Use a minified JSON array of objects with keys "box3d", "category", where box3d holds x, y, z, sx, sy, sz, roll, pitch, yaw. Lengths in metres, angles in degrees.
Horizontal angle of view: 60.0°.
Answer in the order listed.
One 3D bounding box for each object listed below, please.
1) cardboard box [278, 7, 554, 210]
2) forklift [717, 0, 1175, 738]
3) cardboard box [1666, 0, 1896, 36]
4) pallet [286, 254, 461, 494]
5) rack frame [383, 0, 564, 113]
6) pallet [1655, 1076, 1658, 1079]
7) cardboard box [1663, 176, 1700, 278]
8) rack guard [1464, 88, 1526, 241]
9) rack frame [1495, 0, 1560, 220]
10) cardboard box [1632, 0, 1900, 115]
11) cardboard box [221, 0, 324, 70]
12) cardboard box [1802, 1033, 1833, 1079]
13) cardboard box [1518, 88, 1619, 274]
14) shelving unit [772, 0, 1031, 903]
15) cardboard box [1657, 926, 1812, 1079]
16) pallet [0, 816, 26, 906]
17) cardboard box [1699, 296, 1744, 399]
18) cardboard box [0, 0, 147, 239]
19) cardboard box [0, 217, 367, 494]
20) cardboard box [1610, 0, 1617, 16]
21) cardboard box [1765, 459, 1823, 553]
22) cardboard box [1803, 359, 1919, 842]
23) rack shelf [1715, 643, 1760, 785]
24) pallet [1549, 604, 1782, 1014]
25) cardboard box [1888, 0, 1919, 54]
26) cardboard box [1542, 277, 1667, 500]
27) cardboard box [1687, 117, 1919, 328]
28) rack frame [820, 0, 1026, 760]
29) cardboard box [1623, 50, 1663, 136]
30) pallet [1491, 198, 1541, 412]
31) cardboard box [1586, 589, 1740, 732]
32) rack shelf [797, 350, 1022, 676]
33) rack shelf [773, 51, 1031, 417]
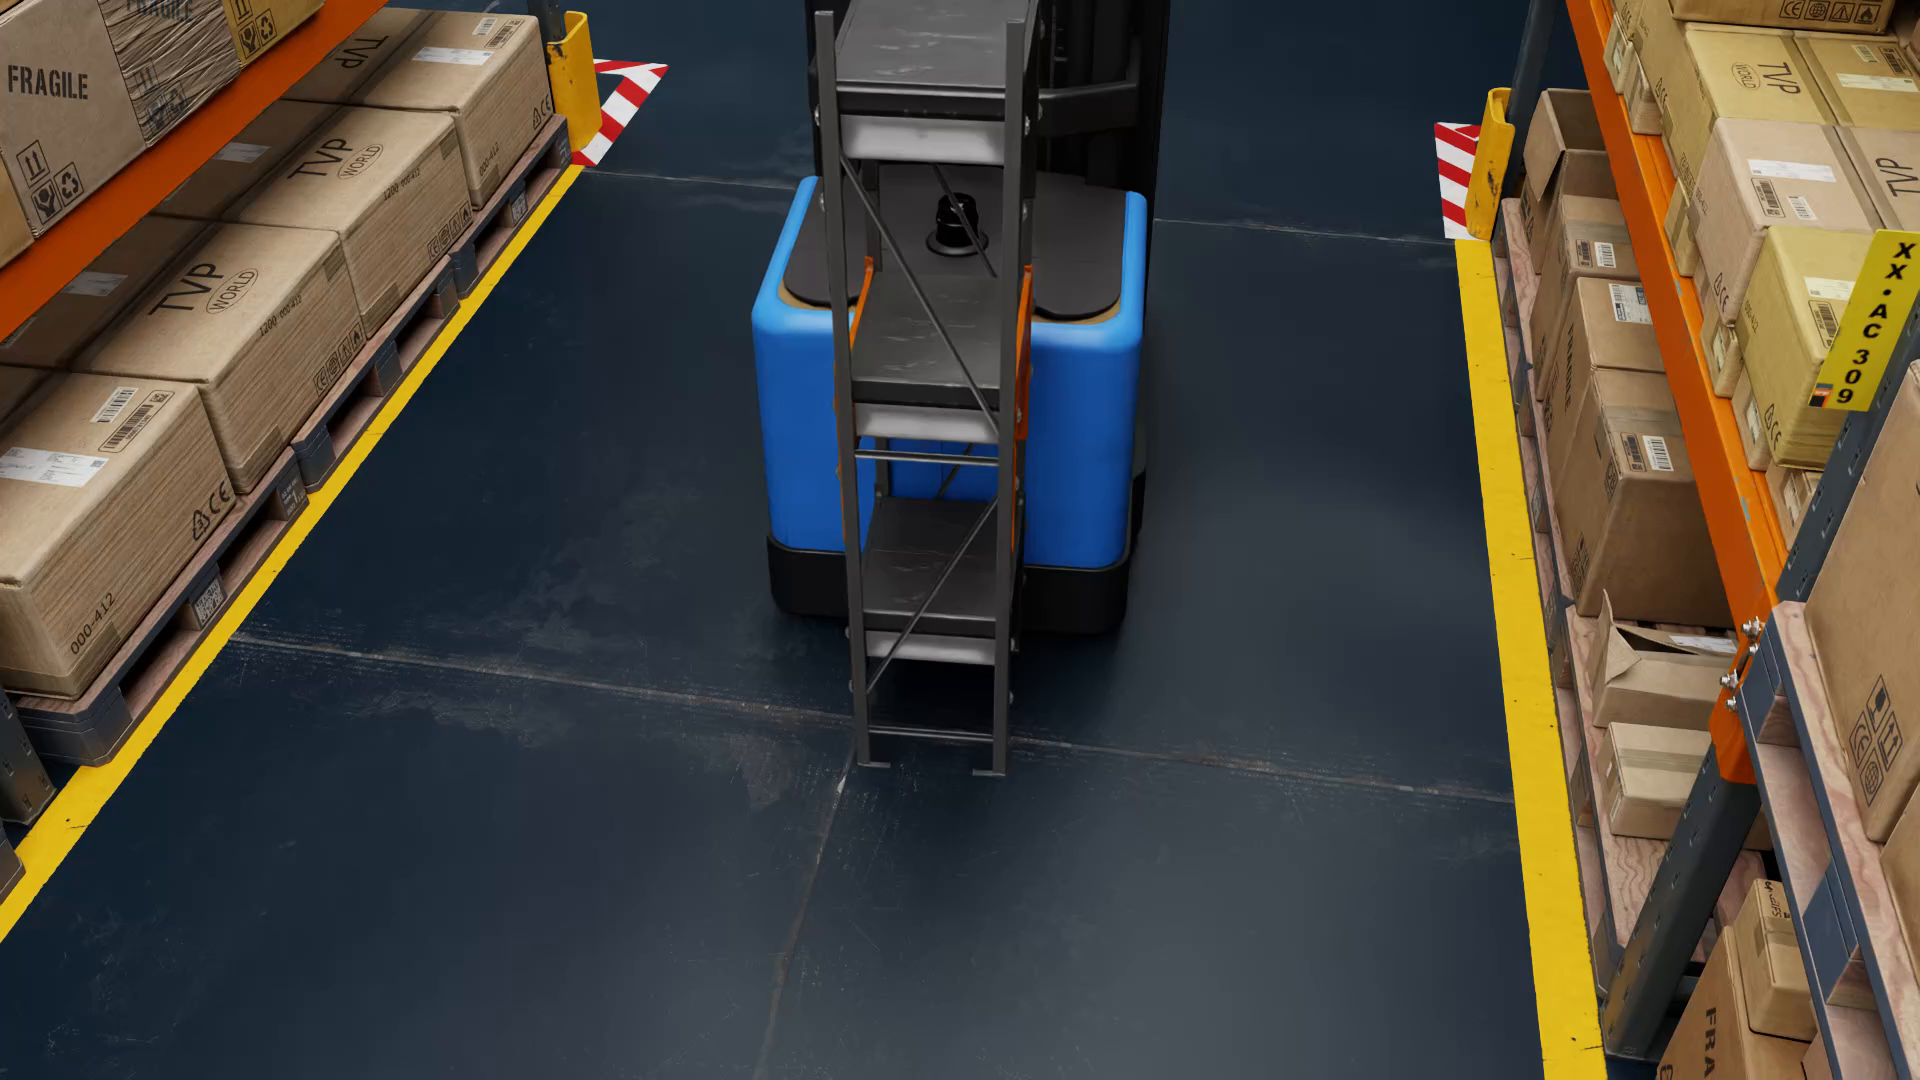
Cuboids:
[{"box3d":[-2.231,-1.758,6.703,0.875,0.438,0.875,5,40,6],"category":"cardboard box"},{"box3d":[0.064,-1.525,4.795,1.130,2.935,3.031,4,40,5],"category":"forklift"},{"box3d":[2.071,-1.613,4.143,0.500,0.500,0.500,7,40,9],"category":"cardboard box"},{"box3d":[-2.490,-0.660,5.883,1.003,0.211,1.213,6,40,8],"category":"pallet"},{"box3d":[-2.215,-3.009,6.535,1.000,3.000,0.127,6,40,8],"category":"rack frame"},{"box3d":[1.878,1.636,3.106,1.003,0.211,1.213,6,40,8],"category":"pallet"},{"box3d":[1.922,-0.741,3.989,0.380,0.149,0.250,6,40,7],"category":"cardboard box"},{"box3d":[2.661,-1.453,6.615,1.175,0.500,0.348,6,40,8],"category":"rack guard"},{"box3d":[2.674,-2.464,5.876,1.000,3.000,0.127,6,40,8],"category":"rack frame"},{"box3d":[2.091,-1.307,4.361,0.500,0.250,0.500,5,40,7],"category":"cardboard box"},{"box3d":[-2.296,-1.753,4.937,0.500,0.500,0.500,8,40,9],"category":"cardboard box"},{"box3d":[1.686,0.976,2.838,0.380,0.149,0.250,5,40,6],"category":"cardboard box"},{"box3d":[2.475,-1.290,6.086,0.797,0.503,0.637,5,40,6],"category":"cardboard box"},{"box3d":[-0.097,-0.074,3.692,0.431,2.100,0.503,4,40,5],"category":"shelving unit"},{"box3d":[1.677,1.127,3.165,0.500,0.500,0.500,8,40,10],"category":"cardboard box"},{"box3d":[-2.967,1.069,3.791,1.003,0.211,1.213,6,40,8],"category":"pallet"},{"box3d":[1.833,-0.416,3.596,0.380,0.149,0.250,7,40,9],"category":"cardboard box"},{"box3d":[-2.477,-1.118,4.169,0.500,0.500,0.500,7,40,8],"category":"cardboard box"},{"box3d":[-2.539,-0.617,5.323,0.875,0.438,0.875,5,40,6],"category":"cardboard box"},{"box3d":[2.233,-1.705,5.156,0.380,0.149,0.250,8,40,9],"category":"cardboard box"},{"box3d":[1.788,-0.084,3.195,0.380,0.149,0.250,7,40,8],"category":"cardboard box"},{"box3d":[1.678,0.125,2.336,0.700,0.500,0.500,7,40,9],"category":"cardboard box"},{"box3d":[1.636,1.579,1.551,1.077,0.370,4.000,6,40,8],"category":"rack shelf"},{"box3d":[2.102,0.691,4.249,1.003,0.211,1.213,6,40,8],"category":"pallet"},{"box3d":[2.584,-1.241,4.281,0.500,0.250,0.500,6,40,8],"category":"cardboard box"},{"box3d":[2.099,-0.436,5.055,0.500,0.500,0.500,7,40,8],"category":"cardboard box"},{"box3d":[1.902,-0.673,3.594,0.500,0.250,0.500,7,40,8],"category":"cardboard box"},{"box3d":[-0.072,-0.229,3.879,0.400,2.100,0.015,4,40,5],"category":"rack frame"},{"box3d":[2.050,-1.220,4.569,0.380,0.149,0.250,7,40,9],"category":"cardboard box"},{"box3d":[2.524,-0.841,6.101,1.003,0.211,1.213,6,40,8],"category":"pallet"},{"box3d":[1.851,0.332,4.310,0.396,0.266,0.258,8,40,9],"category":"cardboard box"},{"box3d":[-0.097,-0.063,3.700,0.431,0.518,0.480,4,40,5],"category":"rack shelf"},{"box3d":[-0.097,-0.603,3.254,0.431,0.518,0.480,4,40,5],"category":"rack shelf"}]
